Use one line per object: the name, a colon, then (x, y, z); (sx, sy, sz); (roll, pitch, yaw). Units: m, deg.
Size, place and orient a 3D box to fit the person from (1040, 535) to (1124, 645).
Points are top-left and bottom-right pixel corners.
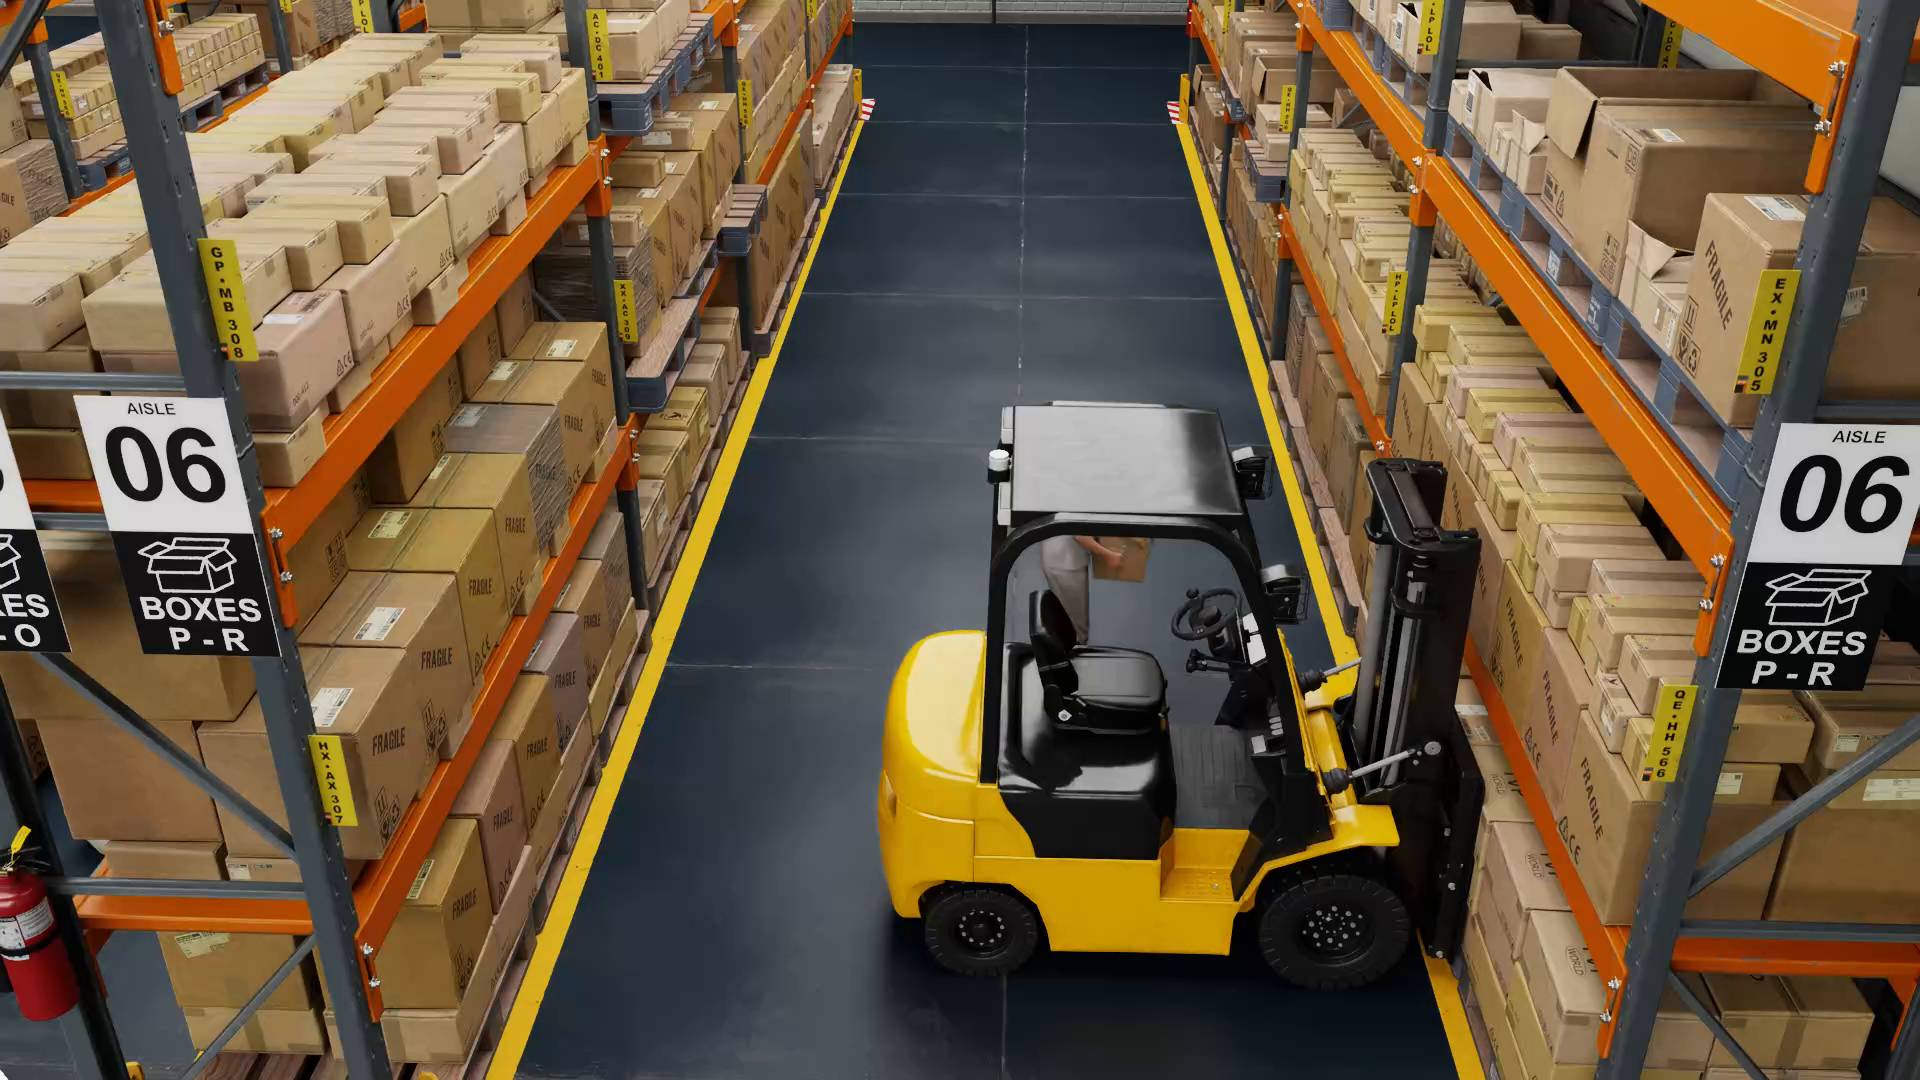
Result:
person: (0.604, 0.091, 8.450); (0.475, 1.675, 0.464); (1, 28, 1)
